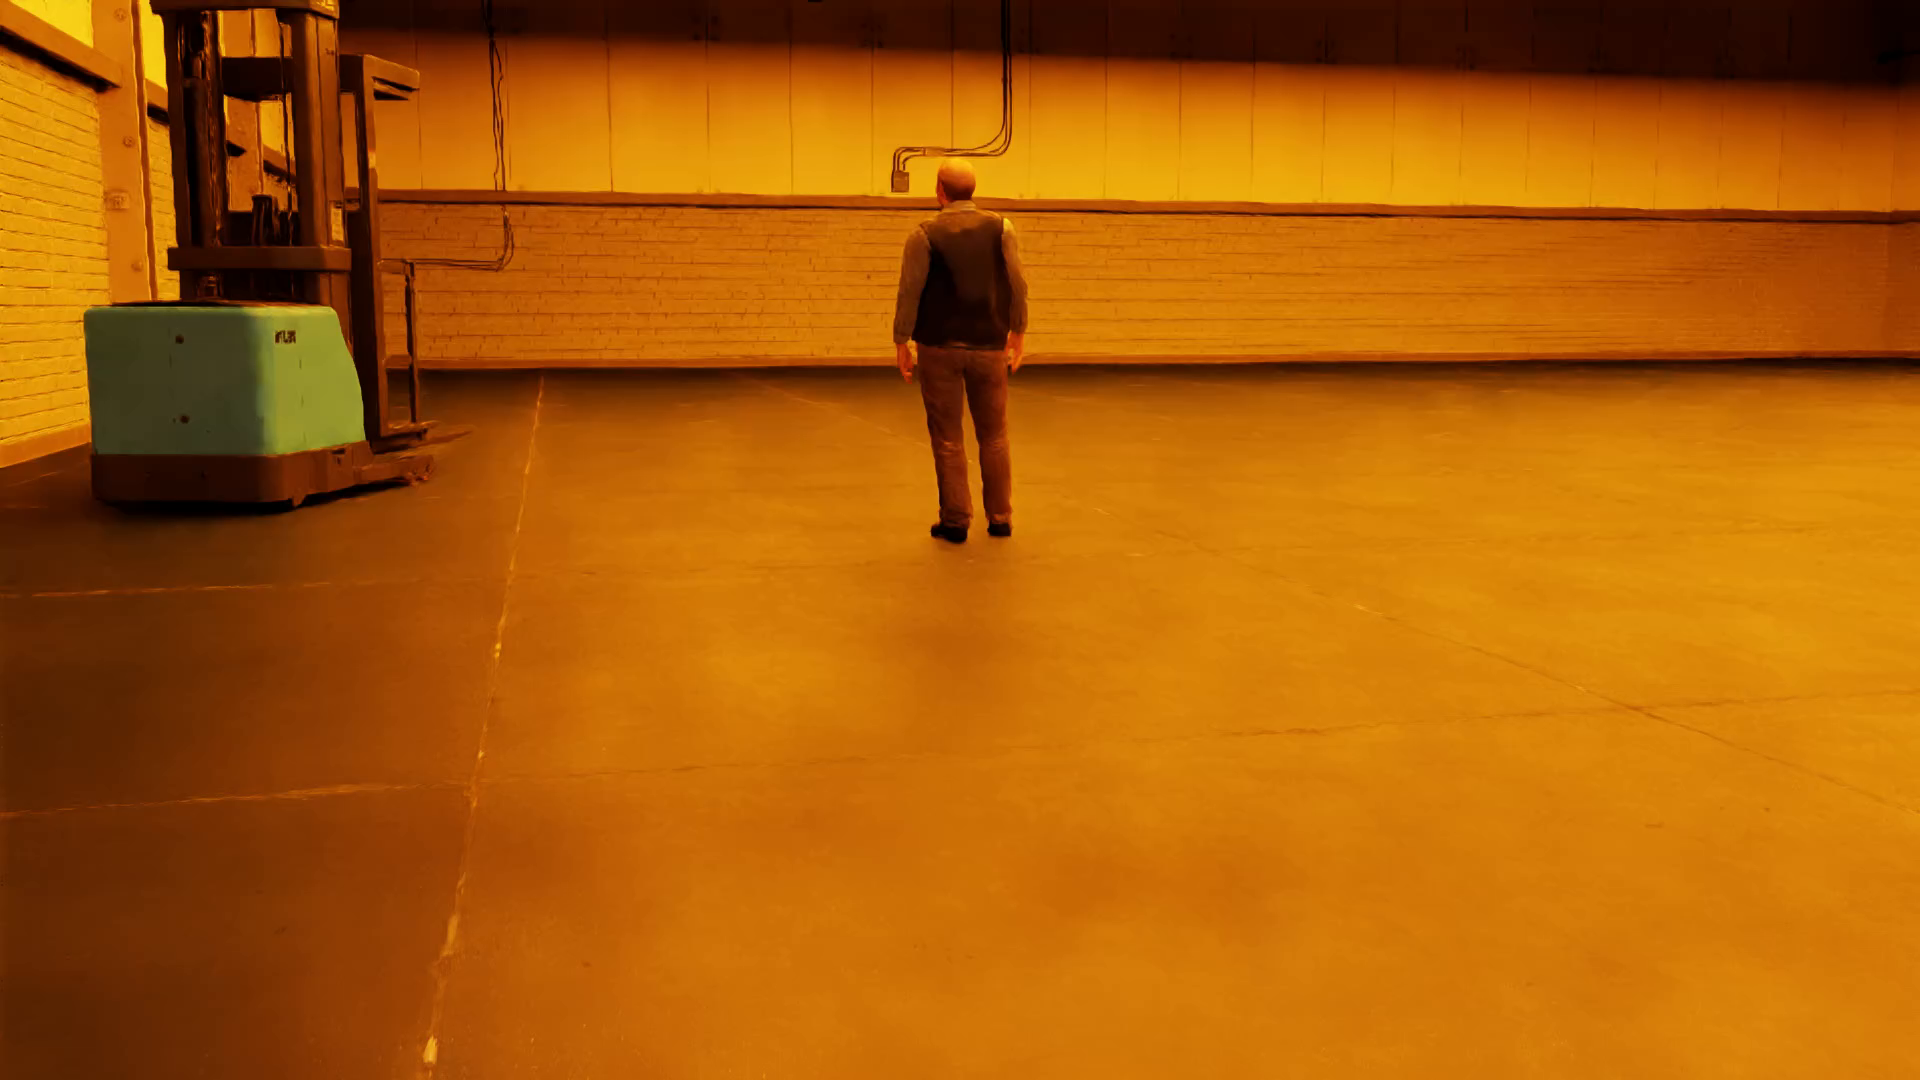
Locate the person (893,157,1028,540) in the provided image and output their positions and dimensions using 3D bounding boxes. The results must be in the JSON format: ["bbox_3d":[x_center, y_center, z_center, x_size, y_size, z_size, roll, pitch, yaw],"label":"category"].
[{"bbox_3d":[-0.007,-0.868,7.649,0.632,1.720,0.567,-2,8,-13],"label":"person"}]

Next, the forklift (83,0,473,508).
[{"bbox_3d":[-3.886,-1.791,9.927,1.130,2.935,3.031,1,8,6],"label":"forklift"}]
